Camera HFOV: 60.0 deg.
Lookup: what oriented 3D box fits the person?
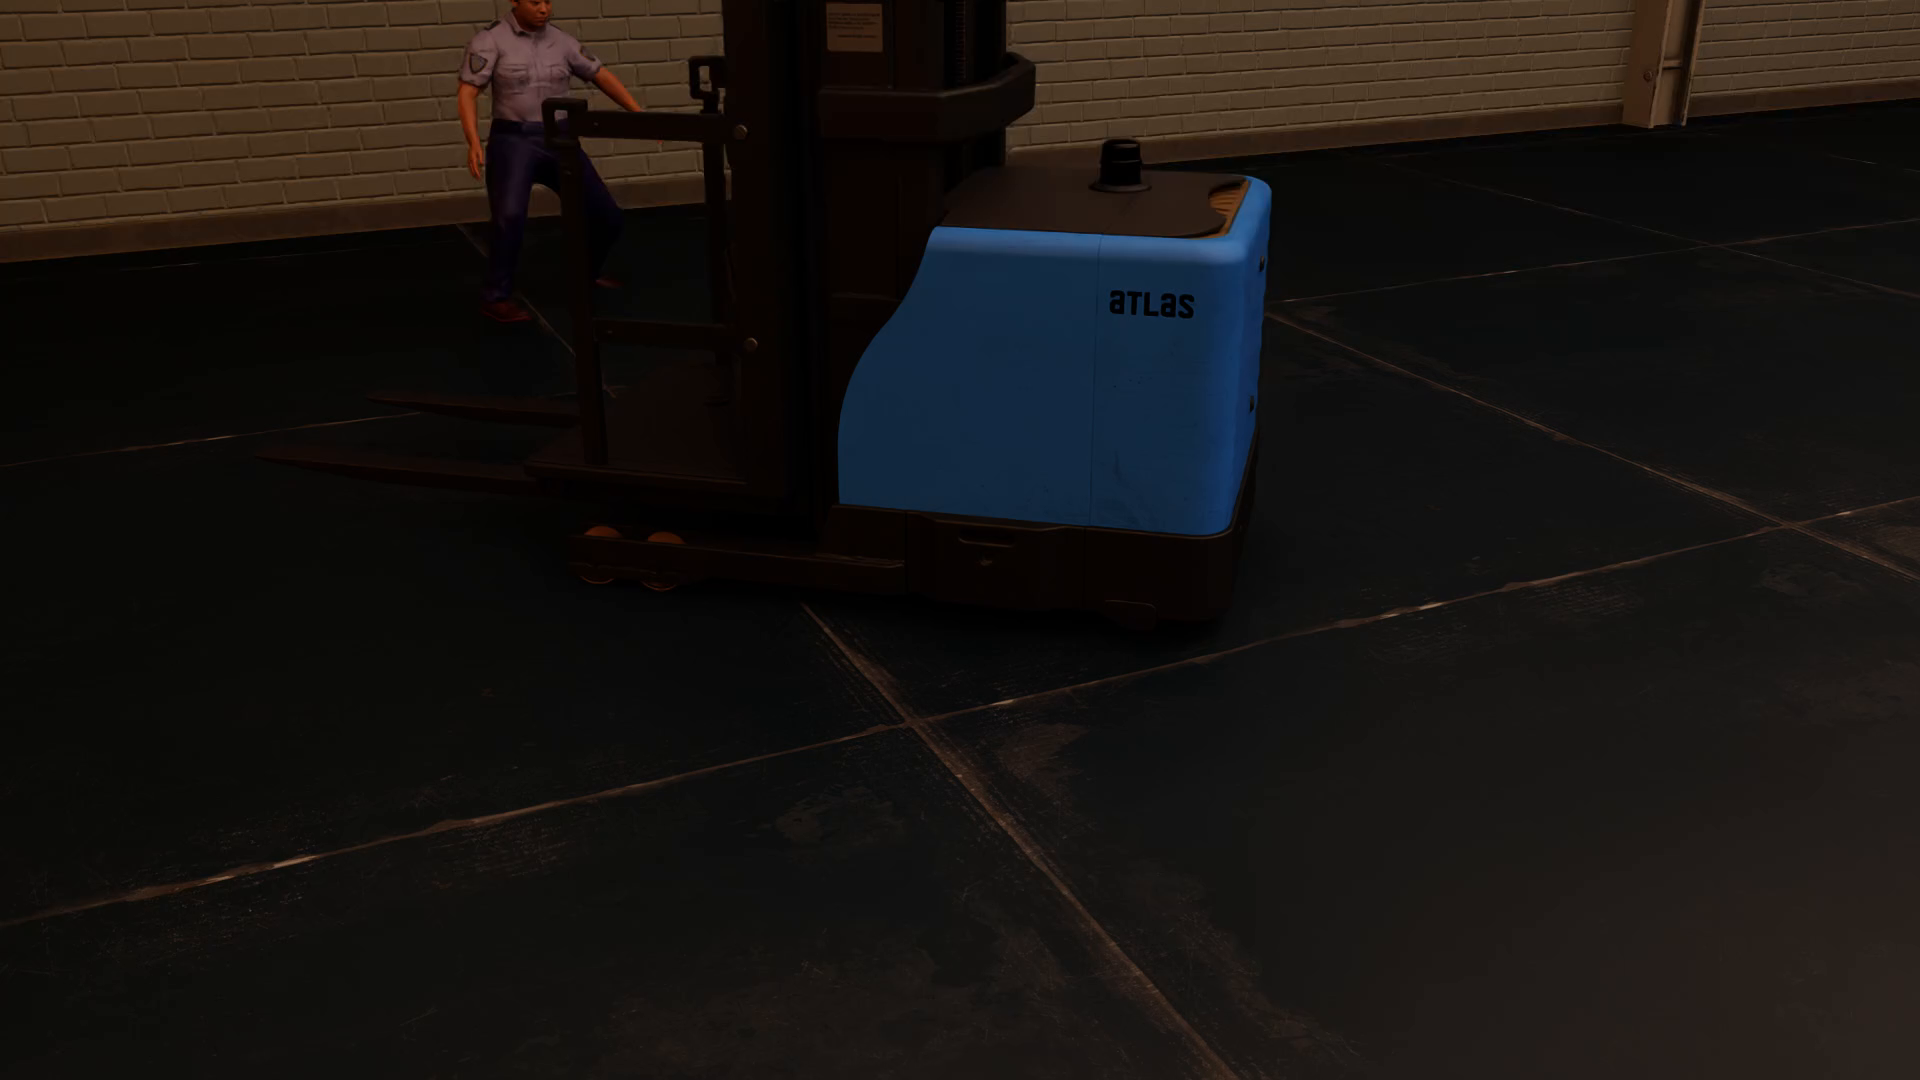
[{"bbox_3d":[-1.837,-1.760,7.439,0.914,1.529,0.741,-17,28,-35],"label":"person"}]

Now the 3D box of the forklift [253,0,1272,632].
[{"bbox_3d":[-0.648,-1.397,4.648,3.031,2.935,1.130,5,23,13],"label":"forklift"}]
